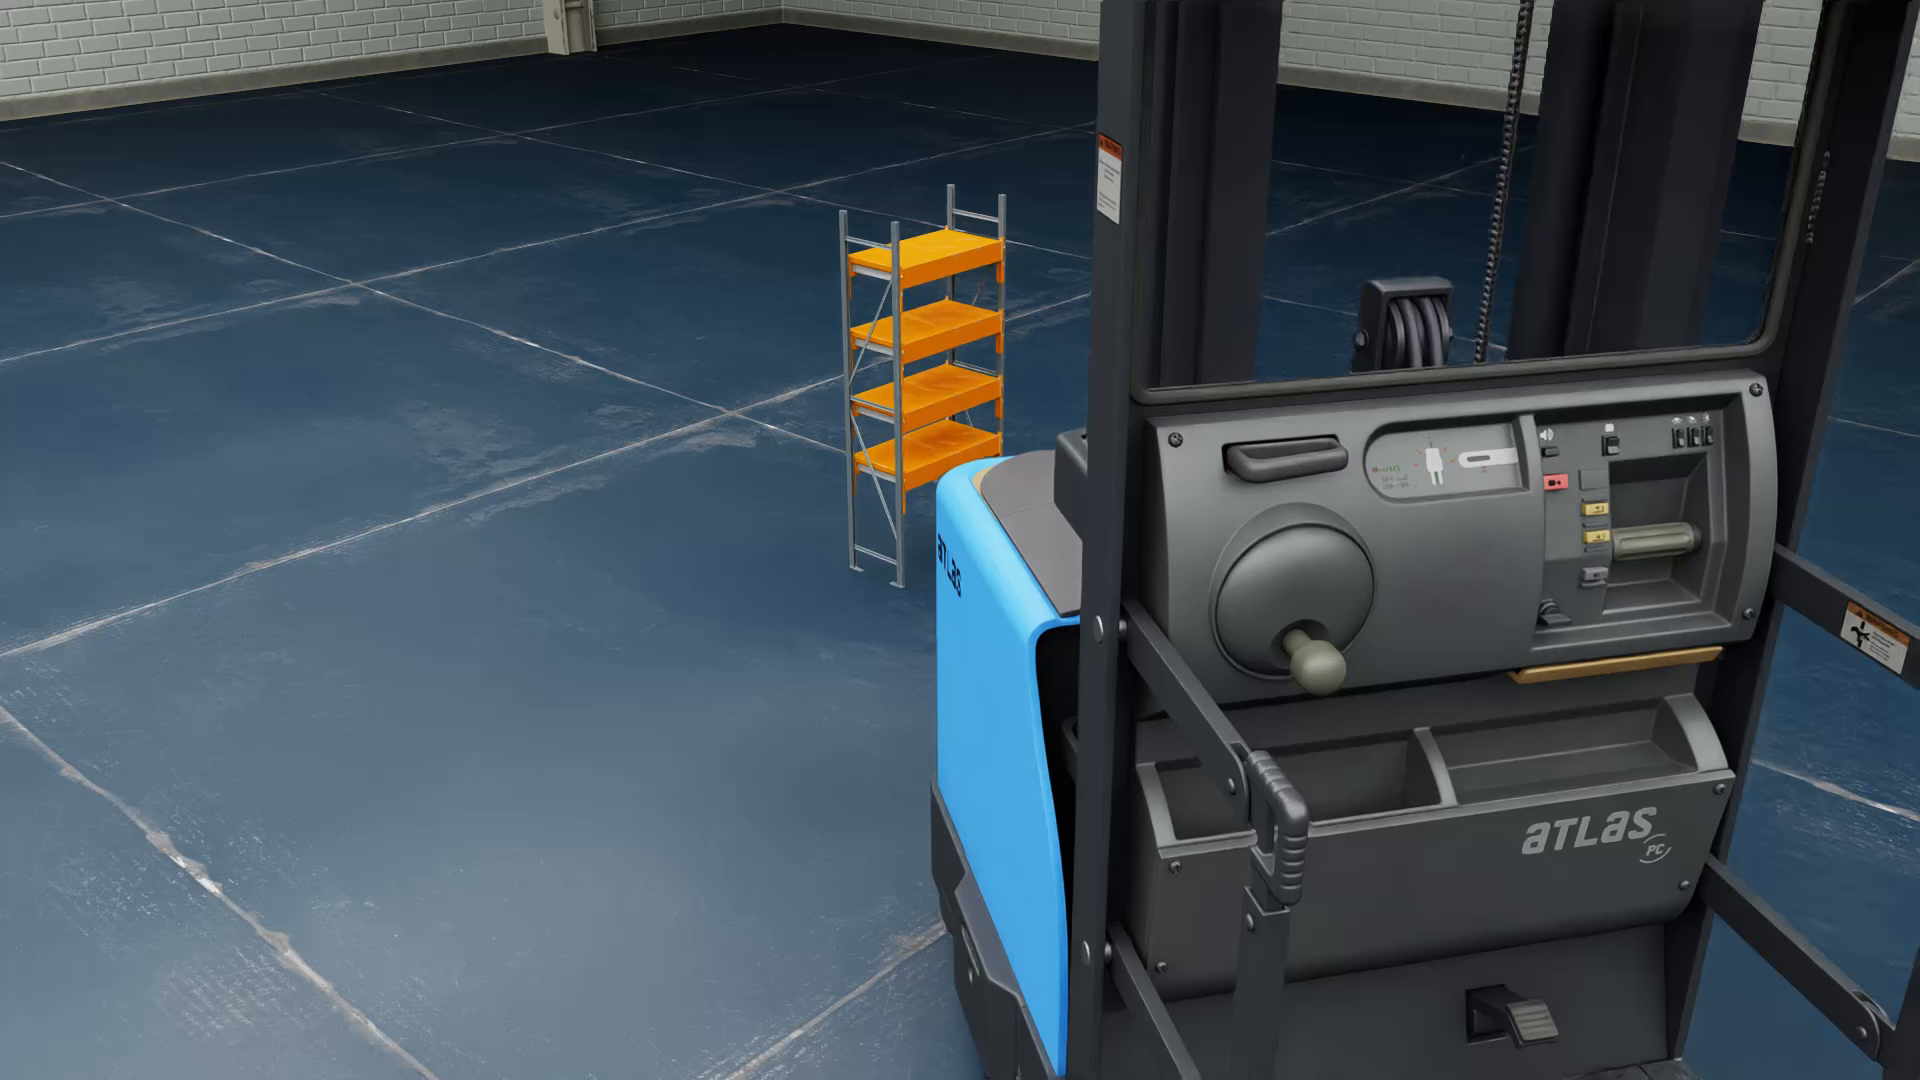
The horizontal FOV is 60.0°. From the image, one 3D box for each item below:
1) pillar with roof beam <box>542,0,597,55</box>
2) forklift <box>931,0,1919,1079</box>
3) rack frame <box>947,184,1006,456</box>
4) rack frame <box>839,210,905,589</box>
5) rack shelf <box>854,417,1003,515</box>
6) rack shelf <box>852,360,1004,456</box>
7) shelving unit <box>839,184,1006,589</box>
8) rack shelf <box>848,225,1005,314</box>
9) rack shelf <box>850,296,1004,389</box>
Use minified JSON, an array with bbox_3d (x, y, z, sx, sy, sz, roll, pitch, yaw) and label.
[{"bbox_3d":[-0.684,-7.833,12.221,9.100,9.000,0.400,20,31,38],"label":"pillar with roof beam"},{"bbox_3d":[0.771,0.016,2.131,1.130,2.935,3.031,-6,25,-12],"label":"forklift"},{"bbox_3d":[0.052,-0.571,5.558,0.240,1.200,0.015,20,31,38],"label":"rack frame"},{"bbox_3d":[-0.273,-0.423,5.226,0.240,1.200,0.015,20,31,38],"label":"rack frame"},{"bbox_3d":[-0.110,-0.254,5.501,0.258,0.148,0.480,20,31,38],"label":"rack shelf"},{"bbox_3d":[-0.110,-0.436,5.420,0.258,0.148,0.480,20,31,38],"label":"rack shelf"},{"bbox_3d":[-0.110,-0.497,5.392,0.258,1.200,0.503,20,31,38],"label":"shelving unit"},{"bbox_3d":[-0.110,-0.856,5.231,0.258,0.148,0.480,20,31,38],"label":"rack shelf"},{"bbox_3d":[-0.110,-0.640,5.328,0.258,0.148,0.480,20,31,38],"label":"rack shelf"}]
